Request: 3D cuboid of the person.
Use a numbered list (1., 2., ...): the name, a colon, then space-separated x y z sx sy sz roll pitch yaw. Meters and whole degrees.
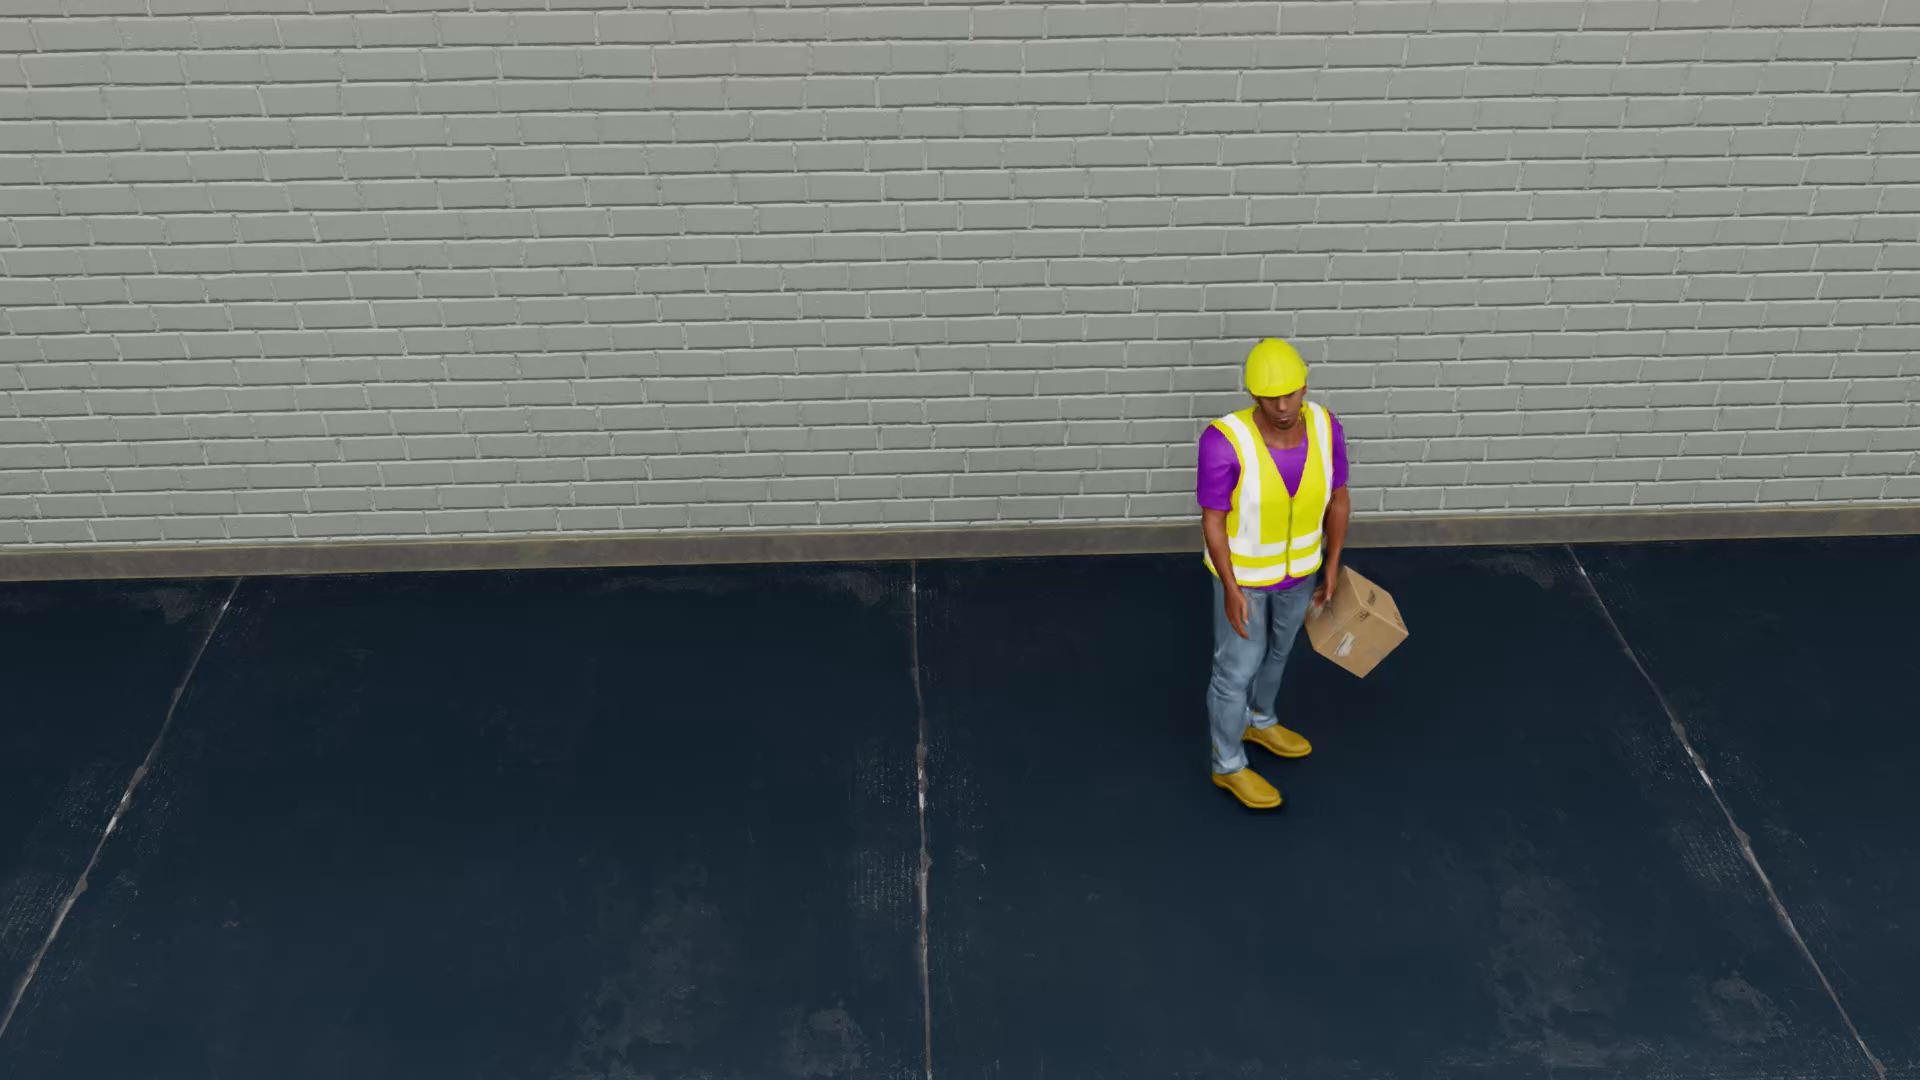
1. person: 1.138 0.135 5.896 0.568 1.767 0.556 -15 38 -20
